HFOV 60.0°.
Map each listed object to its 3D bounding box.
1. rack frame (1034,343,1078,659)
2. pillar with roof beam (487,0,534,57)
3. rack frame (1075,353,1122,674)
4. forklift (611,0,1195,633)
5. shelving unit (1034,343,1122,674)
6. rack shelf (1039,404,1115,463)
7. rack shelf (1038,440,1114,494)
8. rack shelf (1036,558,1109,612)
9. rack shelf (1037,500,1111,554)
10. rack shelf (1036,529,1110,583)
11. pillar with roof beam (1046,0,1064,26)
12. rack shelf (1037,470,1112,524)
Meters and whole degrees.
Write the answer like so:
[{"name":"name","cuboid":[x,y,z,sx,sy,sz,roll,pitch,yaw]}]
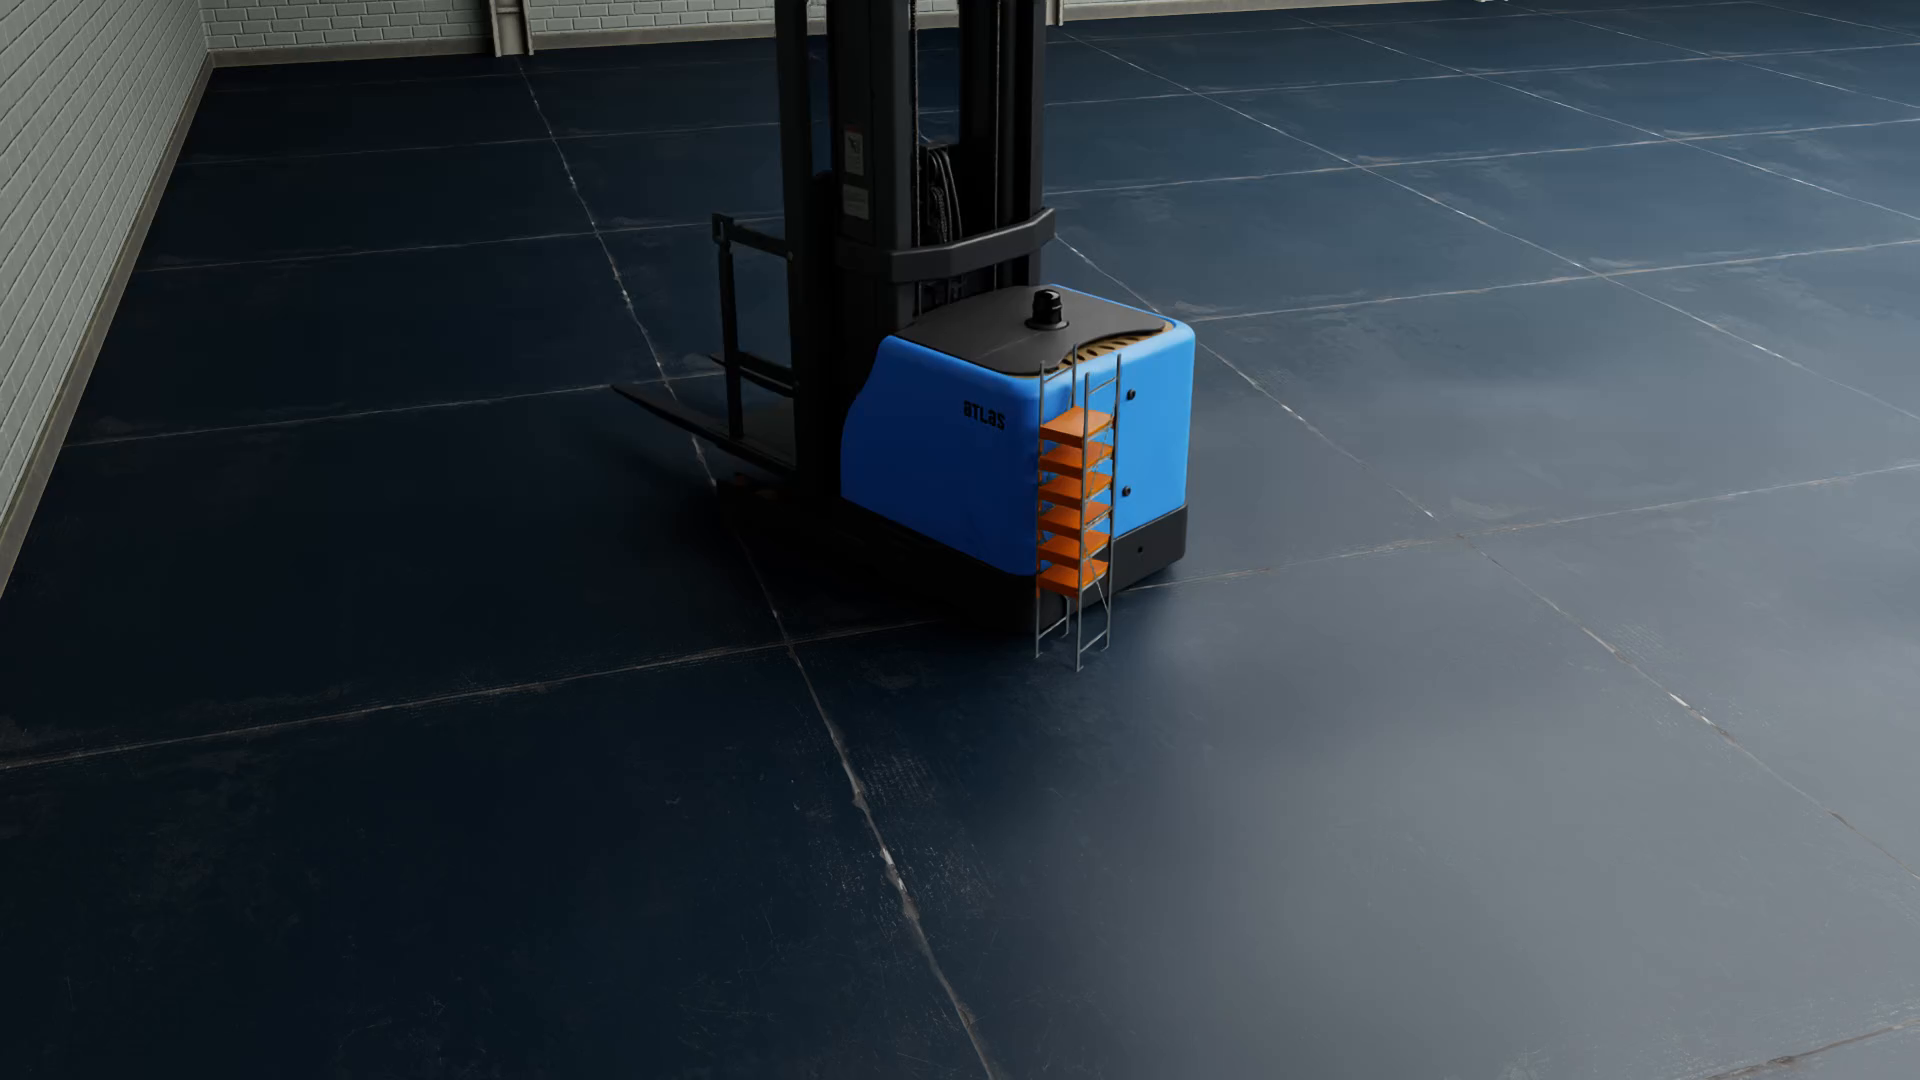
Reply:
[{"name":"rack frame","cuboid":[0.353,-0.126,6.154,0.006,1.200,0.240,17,32,31]},{"name":"pillar with roof beam","cuboid":[-3.411,-7.384,12.003,0.400,9.000,9.100,-8,28,-16]},{"name":"rack frame","cuboid":[0.503,-0.080,6.059,0.006,1.200,0.240,17,32,31]},{"name":"forklift","cuboid":[-0.448,-1.515,7.005,1.130,2.935,3.031,-24,35,-39]},{"name":"shelving unit","cuboid":[0.428,-0.103,6.106,0.189,1.200,0.258,17,32,31]},{"name":"rack shelf","cuboid":[0.427,-0.385,5.965,0.180,0.103,0.258,17,32,31]},{"name":"rack shelf","cuboid":[0.427,-0.278,6.019,0.180,0.103,0.258,17,32,31]},{"name":"rack shelf","cuboid":[0.429,0.151,6.234,0.180,0.103,0.258,17,32,31]},{"name":"rack shelf","cuboid":[0.428,-0.063,6.126,0.180,0.103,0.258,17,32,31]},{"name":"rack shelf","cuboid":[0.428,0.044,6.180,0.180,0.103,0.258,17,32,31]},{"name":"pillar with roof beam","cuboid":[2.294,-8.210,13.667,0.400,9.000,9.100,-8,28,-16]},{"name":"rack shelf","cuboid":[0.427,-0.170,6.073,0.180,0.103,0.258,17,32,31]}]
